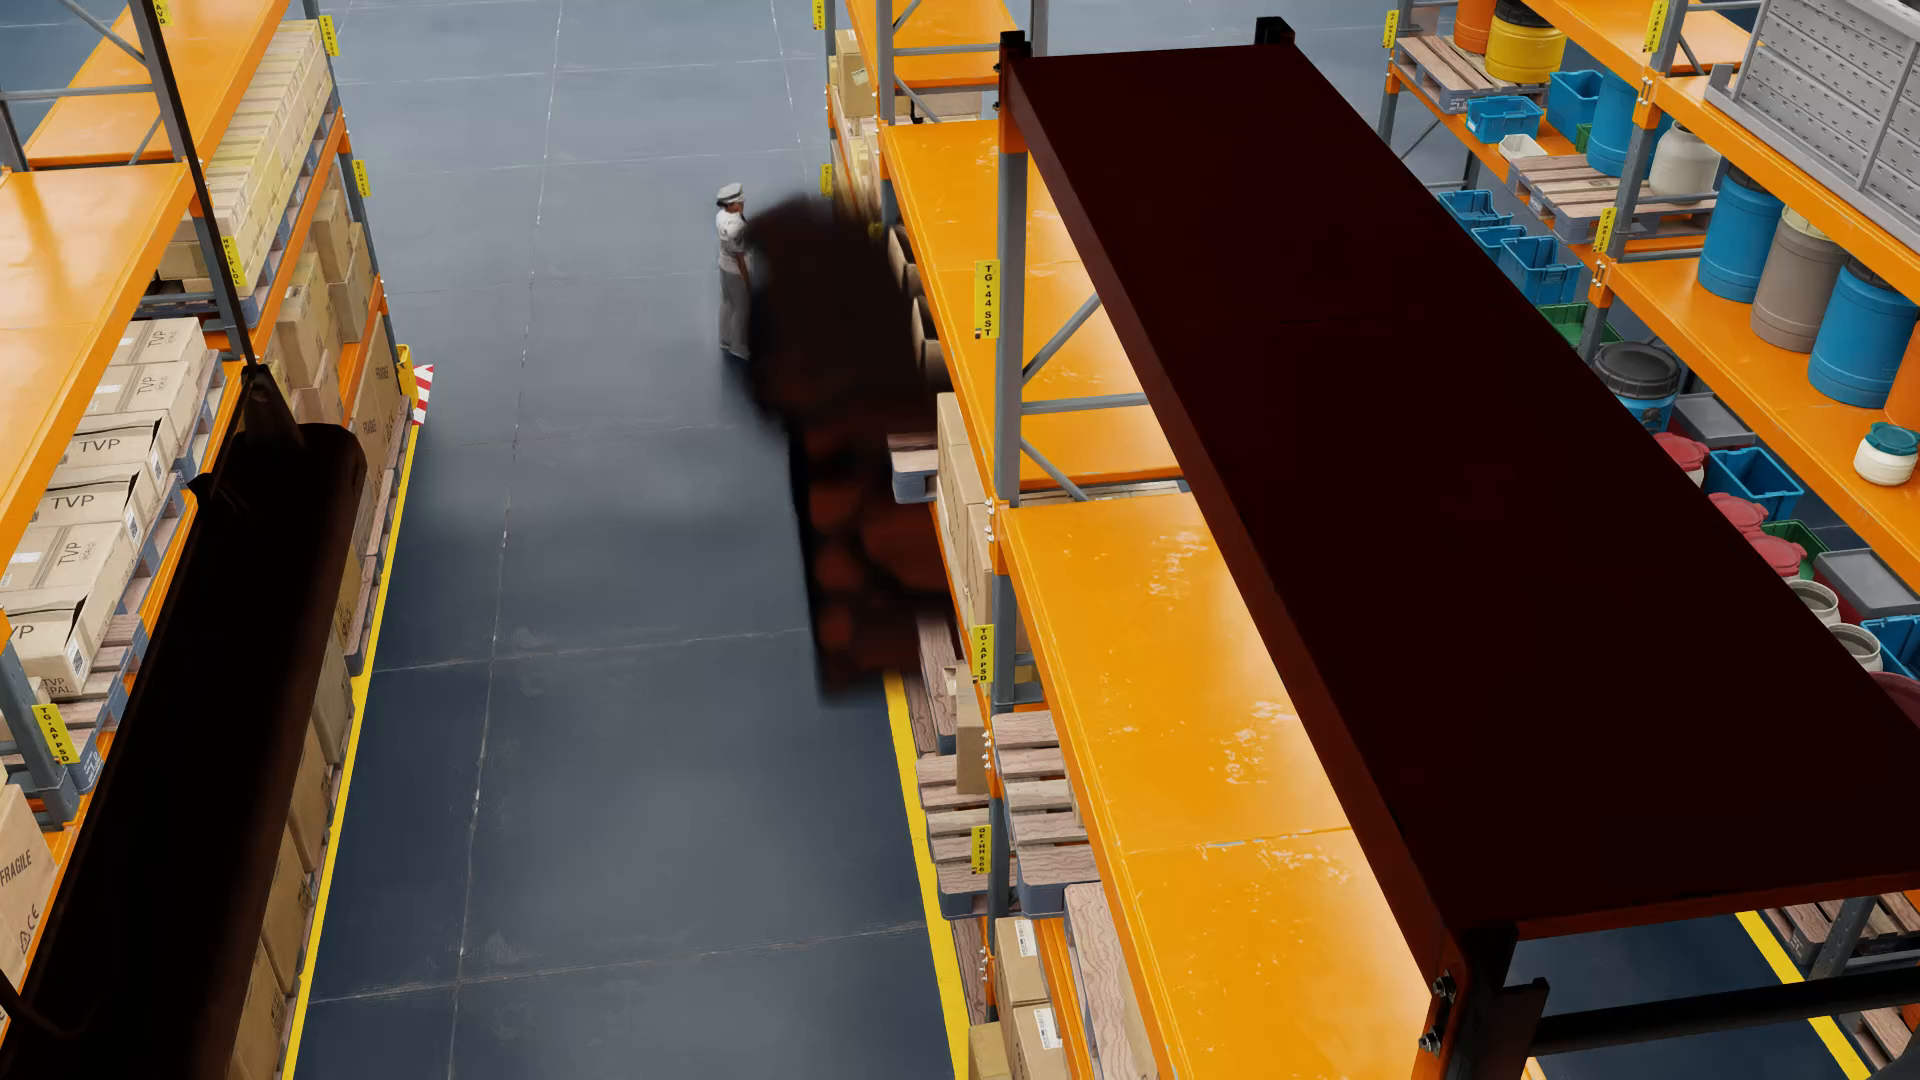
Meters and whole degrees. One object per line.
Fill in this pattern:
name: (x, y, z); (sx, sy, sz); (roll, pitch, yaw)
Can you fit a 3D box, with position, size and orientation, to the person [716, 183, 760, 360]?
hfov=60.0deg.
person: (-2.082, -2.497, 15.454); (0.383, 1.720, 0.579); (-15, 39, -19)
